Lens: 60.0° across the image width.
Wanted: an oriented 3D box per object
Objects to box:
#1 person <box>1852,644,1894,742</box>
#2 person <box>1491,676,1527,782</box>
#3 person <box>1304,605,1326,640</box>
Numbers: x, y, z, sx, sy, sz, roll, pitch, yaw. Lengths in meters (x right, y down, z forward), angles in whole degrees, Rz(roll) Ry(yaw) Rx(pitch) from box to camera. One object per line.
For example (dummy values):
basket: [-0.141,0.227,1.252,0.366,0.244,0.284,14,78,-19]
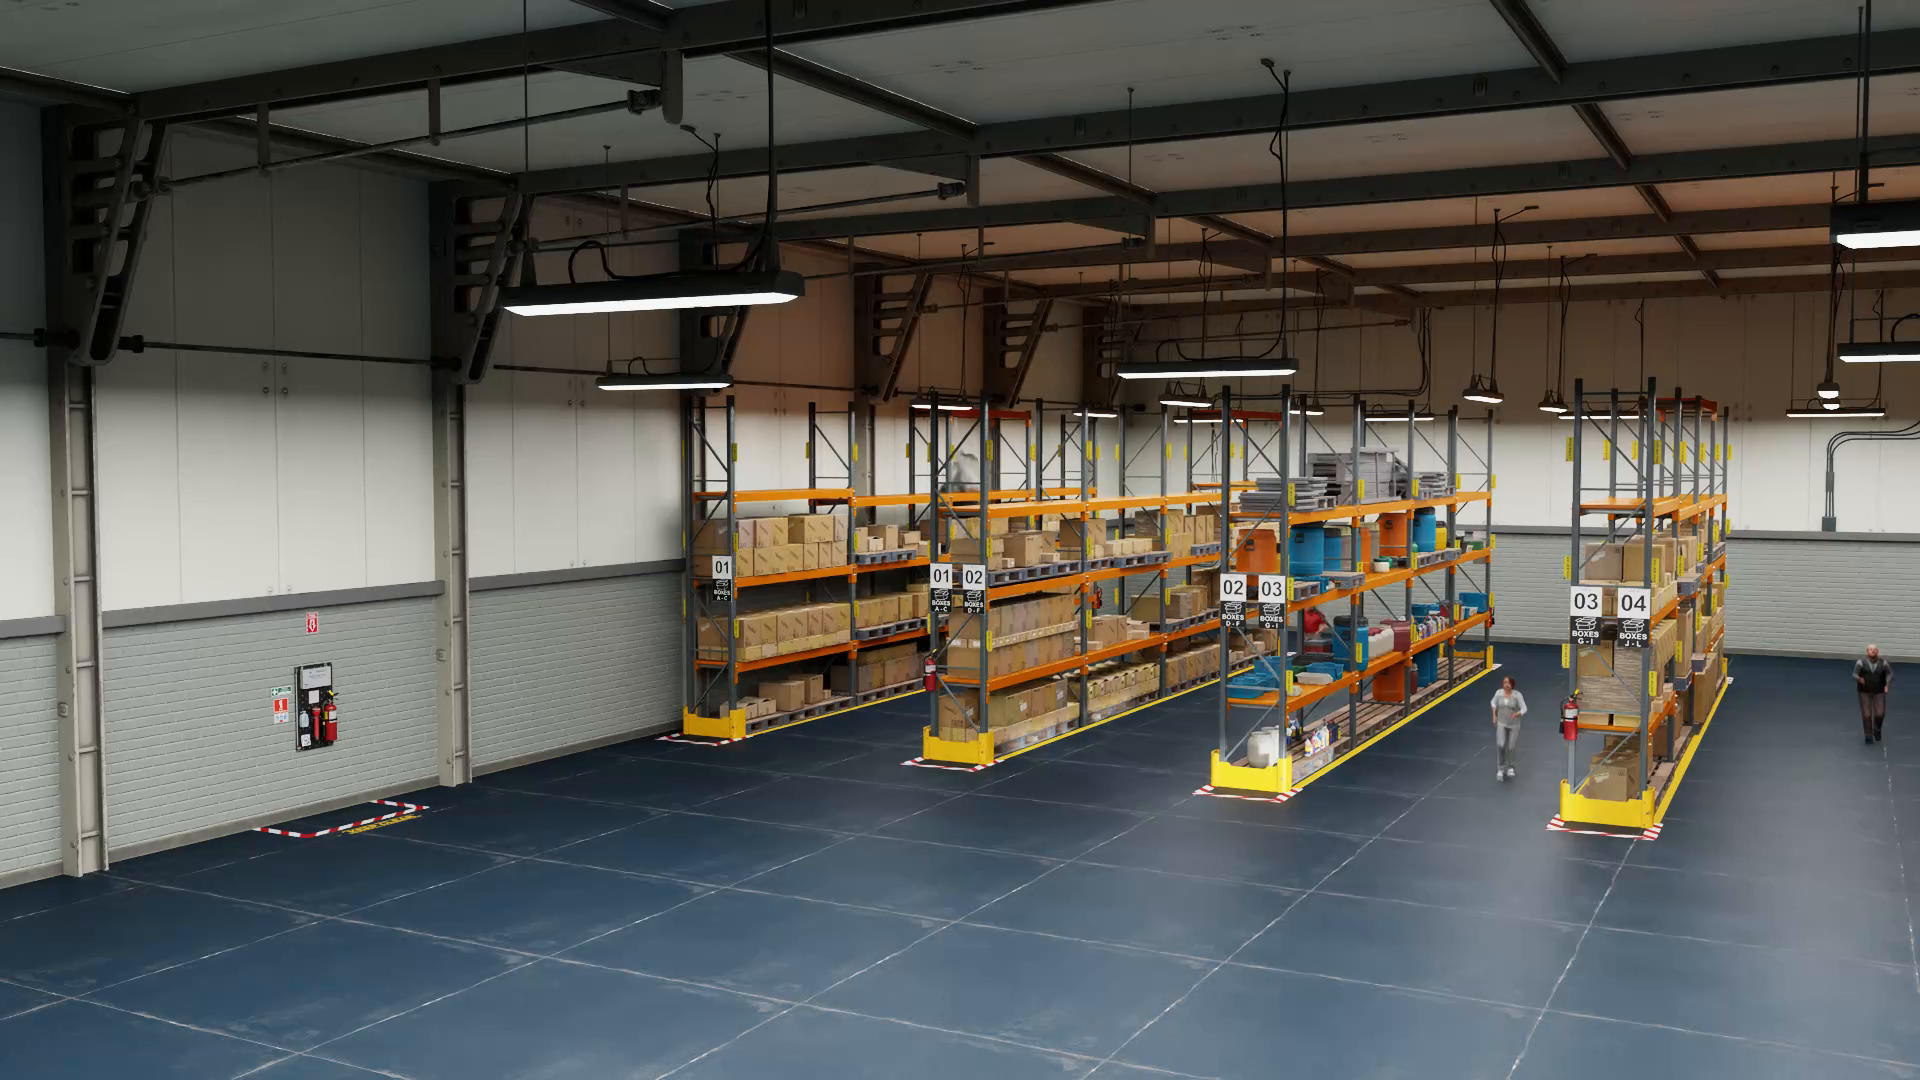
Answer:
person: [15.698,2.643,28.599,0.648,1.677,0.590,2,3,27]
person: [8.367,2.849,25.380,0.545,1.575,0.650,1,3,25]
person: [7.915,2.195,37.504,0.649,1.677,0.637,1,3,16]
